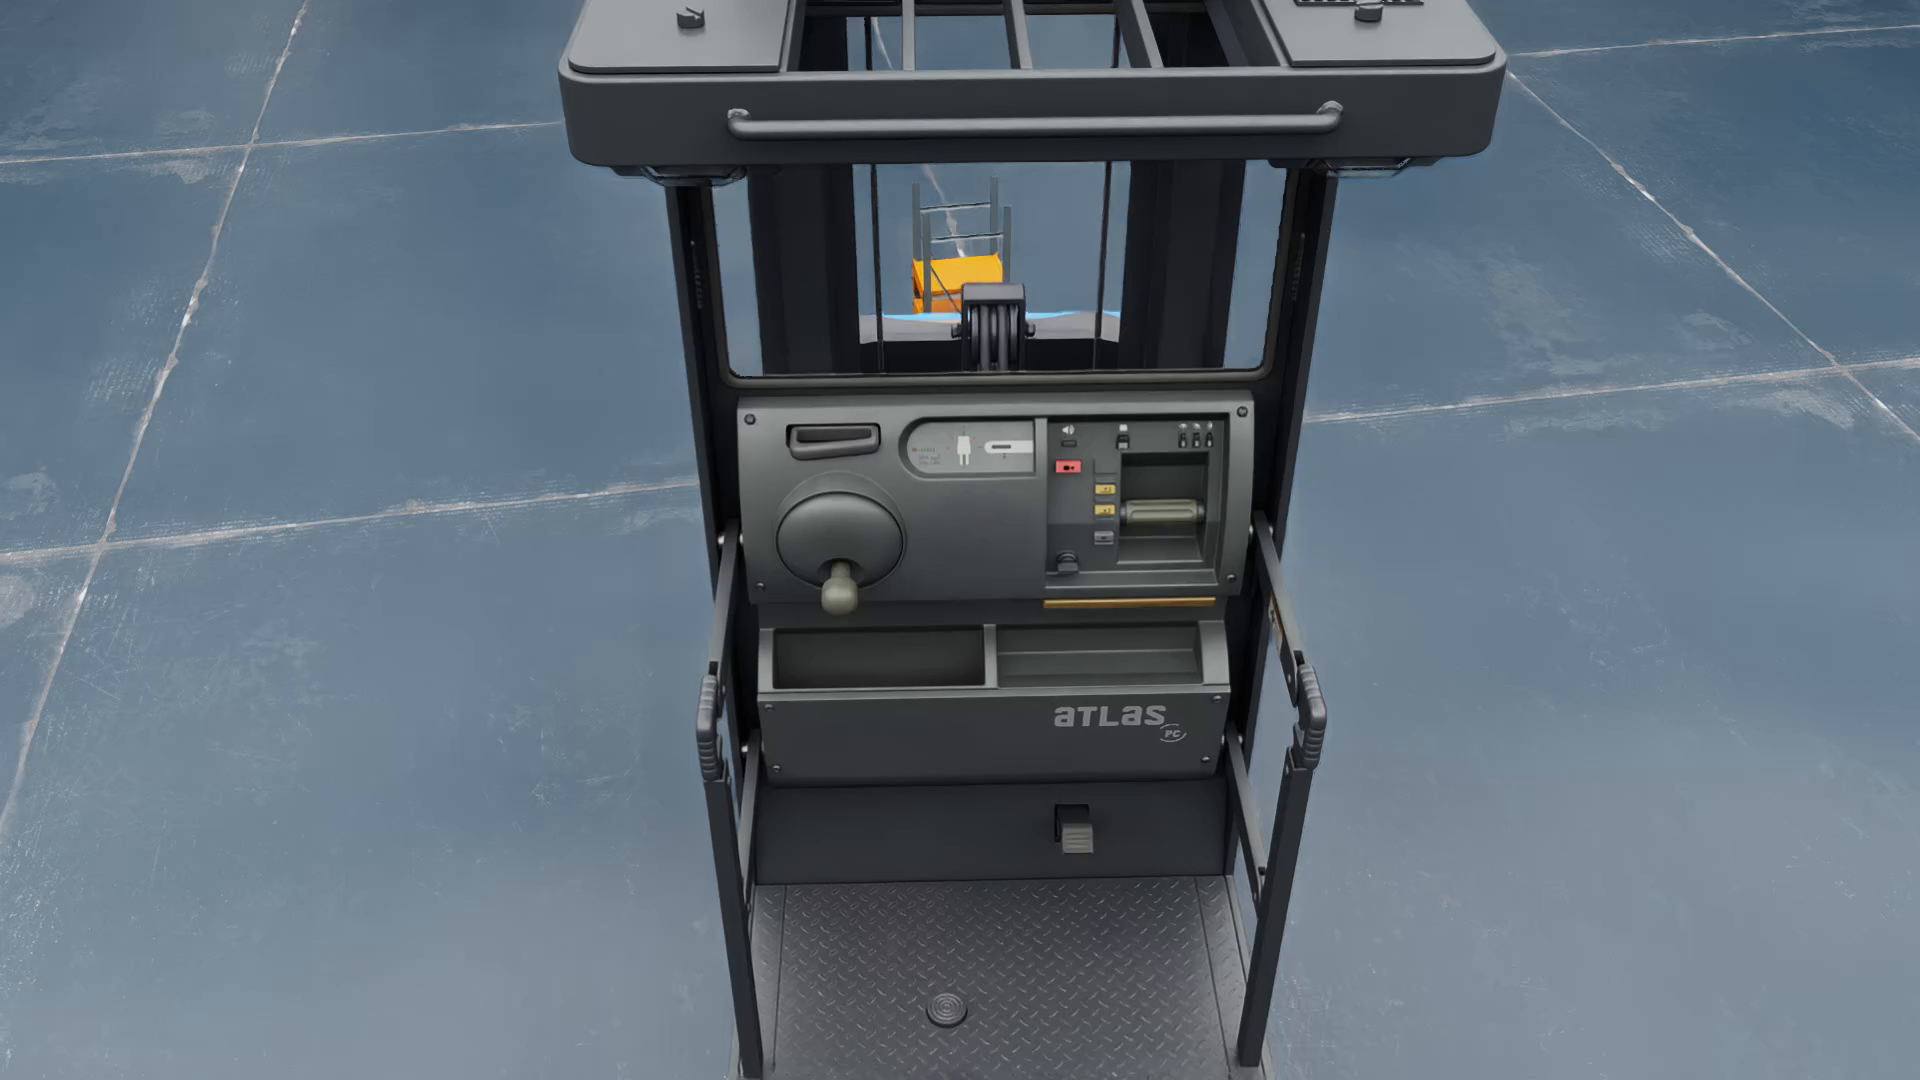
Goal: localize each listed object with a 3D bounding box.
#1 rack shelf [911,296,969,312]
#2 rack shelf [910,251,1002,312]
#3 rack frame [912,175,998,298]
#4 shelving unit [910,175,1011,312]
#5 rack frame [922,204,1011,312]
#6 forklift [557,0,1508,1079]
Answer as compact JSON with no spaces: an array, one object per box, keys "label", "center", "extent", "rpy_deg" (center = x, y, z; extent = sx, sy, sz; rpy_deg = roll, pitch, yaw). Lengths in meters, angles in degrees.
[{"label":"rack shelf","center":[0.003,-0.620,4.751],"extent":[0.258,0.103,0.180],"rpy_deg":[-6,38,-8]},{"label":"rack shelf","center":[0.003,-0.714,4.677],"extent":[0.258,0.103,0.180],"rpy_deg":[-6,38,-8]},{"label":"rack frame","center":[-0.013,-0.520,4.942],"extent":[0.240,1.200,0.006],"rpy_deg":[-6,38,-8]},{"label":"shelving unit","center":[0.003,-0.465,4.871],"extent":[0.258,1.200,0.189],"rpy_deg":[-6,38,-8]},{"label":"rack frame","center":[0.019,-0.410,4.800],"extent":[0.240,1.200,0.006],"rpy_deg":[-6,38,-8]},{"label":"forklift","center":[0.075,0.006,2.854],"extent":[1.130,2.935,3.031],"rpy_deg":[-1,38,-1]}]
